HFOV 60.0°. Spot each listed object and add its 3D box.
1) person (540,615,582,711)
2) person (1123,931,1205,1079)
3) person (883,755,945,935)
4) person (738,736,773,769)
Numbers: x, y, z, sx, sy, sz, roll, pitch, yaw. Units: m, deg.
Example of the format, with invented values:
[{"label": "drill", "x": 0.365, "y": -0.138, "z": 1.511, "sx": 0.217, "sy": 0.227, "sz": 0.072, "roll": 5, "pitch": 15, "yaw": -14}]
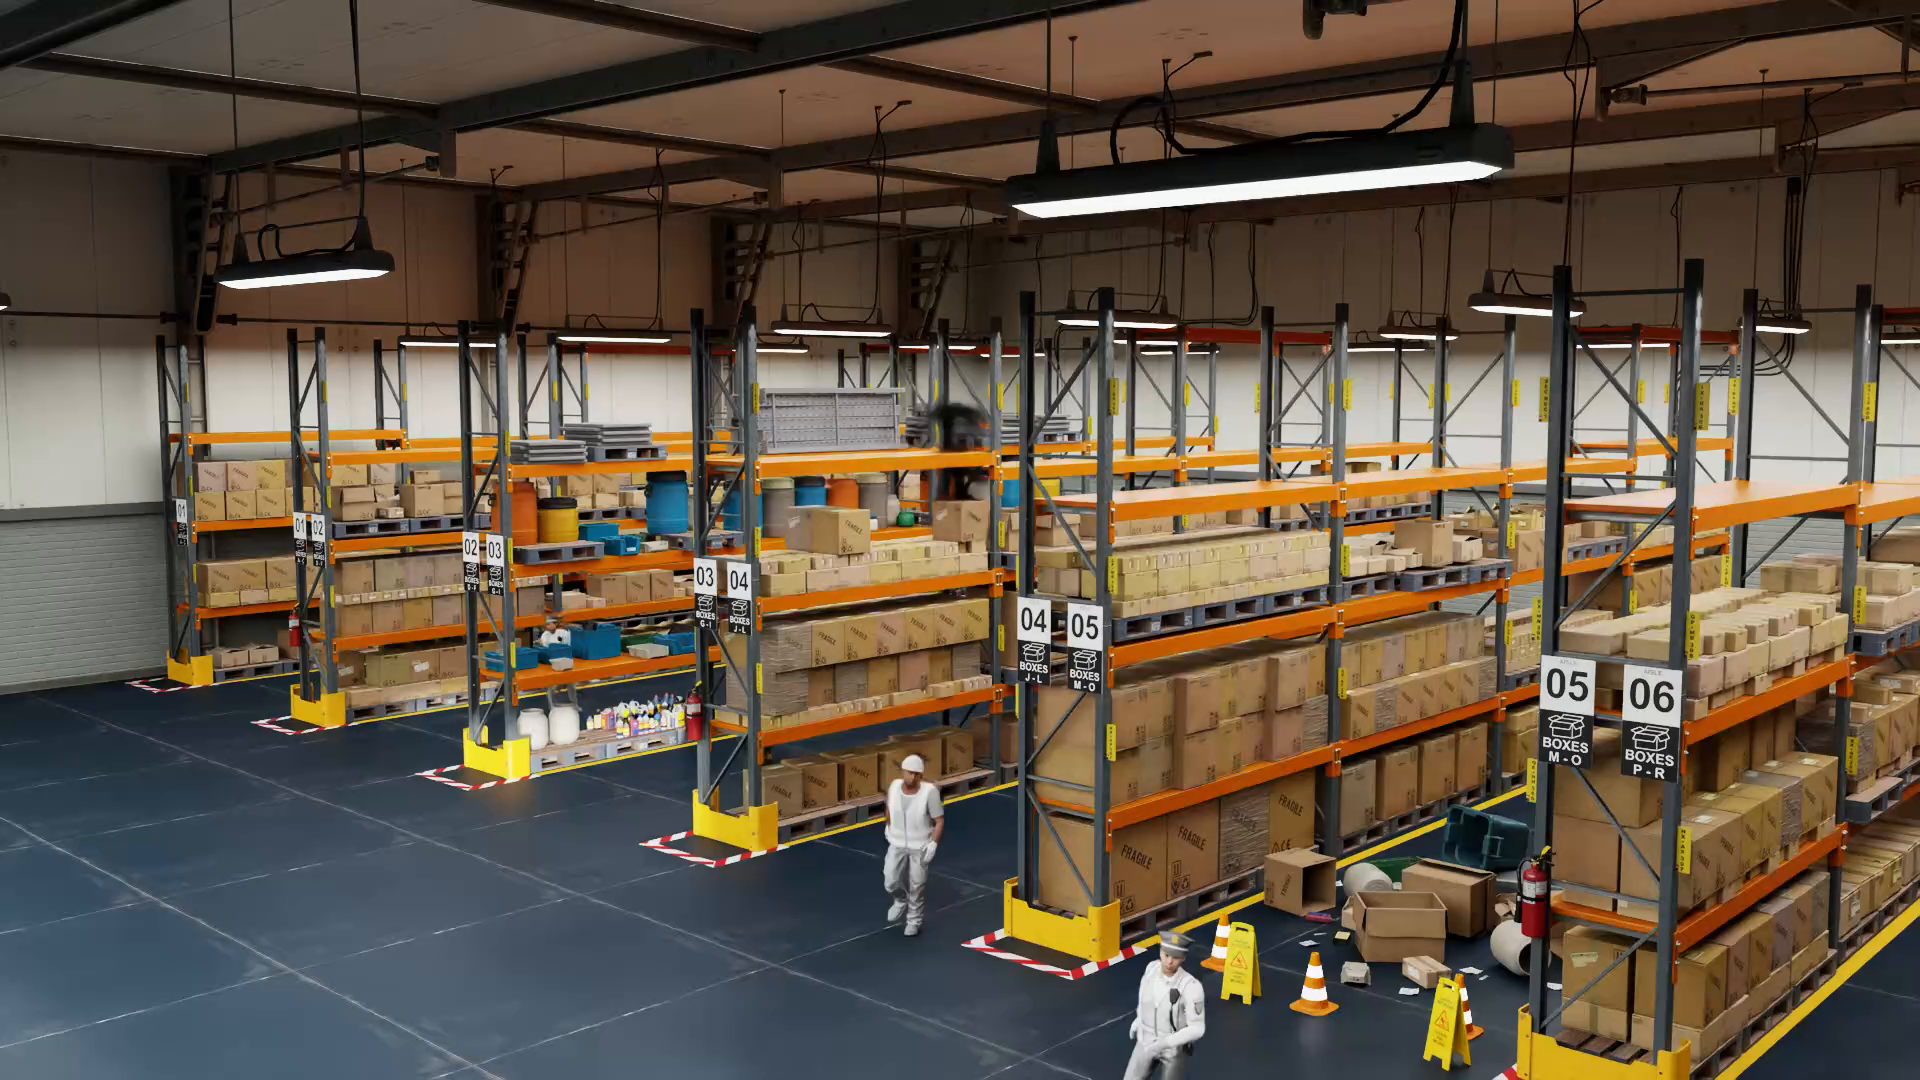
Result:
[{"label": "person", "x": -6.248, "y": 1.956, "z": 25.941, "sx": 0.602, "sy": 1.613, "sz": 0.748, "roll": -1, "pitch": 5, "yaw": -12}, {"label": "person", "x": 1.319, "y": 3.312, "z": 10.831, "sx": 0.662, "sy": 1.663, "sz": 0.797, "roll": 3, "pitch": 6, "yaw": 31}, {"label": "person", "x": -0.461, "y": 2.841, "z": 15.482, "sx": 0.696, "sy": 1.744, "sz": 0.745, "roll": 1, "pitch": 6, "yaw": 15}, {"label": "person", "x": -2.806, "y": 2.257, "z": 22.326, "sx": 0.713, "sy": 1.676, "sz": 0.978, "roll": 2, "pitch": 6, "yaw": 18}]
